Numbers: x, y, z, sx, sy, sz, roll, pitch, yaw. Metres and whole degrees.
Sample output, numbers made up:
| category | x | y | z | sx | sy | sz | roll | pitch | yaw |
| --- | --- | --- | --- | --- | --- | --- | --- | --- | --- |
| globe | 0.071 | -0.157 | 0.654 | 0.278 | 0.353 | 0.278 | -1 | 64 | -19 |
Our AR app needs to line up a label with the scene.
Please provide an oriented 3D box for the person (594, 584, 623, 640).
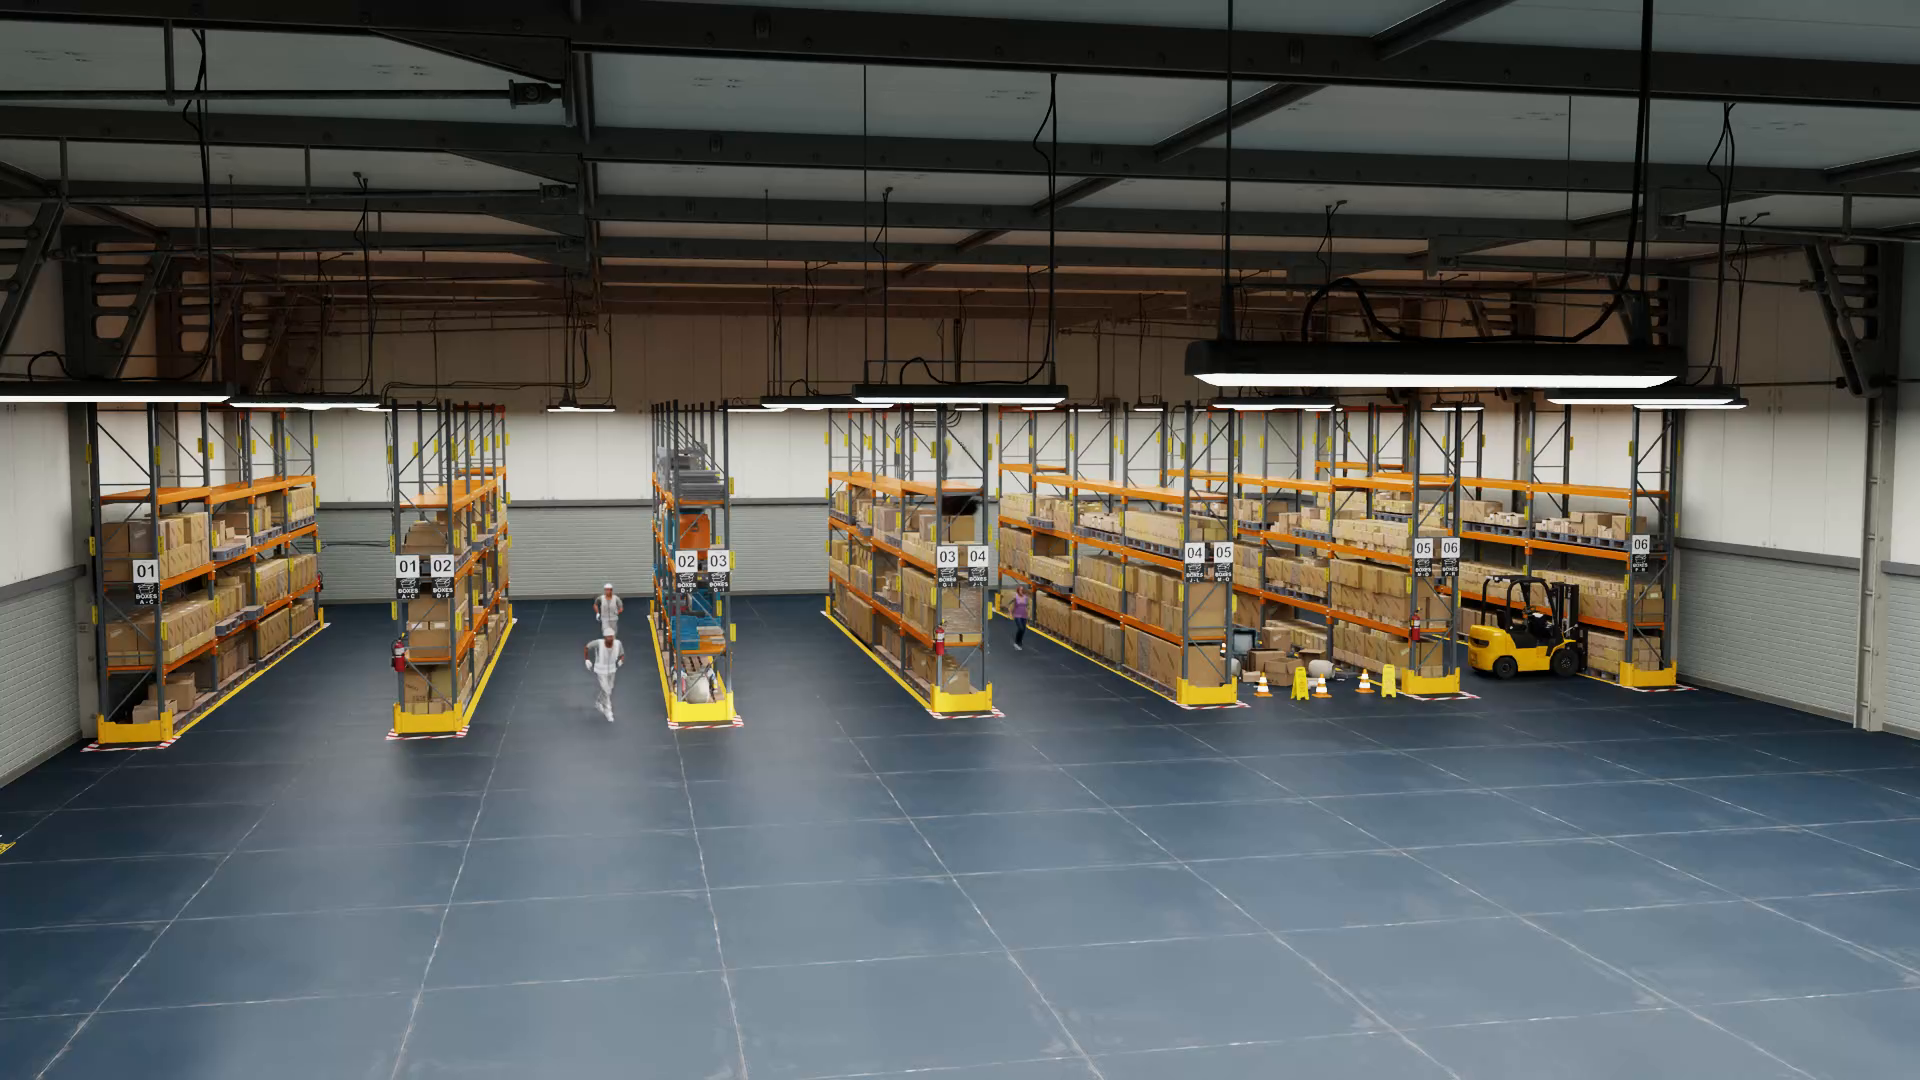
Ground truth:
| category | x | y | z | sx | sy | sz | roll | pitch | yaw |
| --- | --- | --- | --- | --- | --- | --- | --- | --- | --- |
| person | -8.176 | 1.902 | 38.740 | 0.663 | 1.788 | 0.902 | -1 | 4 | -15 |

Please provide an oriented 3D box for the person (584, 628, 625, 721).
| category | x | y | z | sx | sy | sz | roll | pitch | yaw |
| --- | --- | --- | --- | --- | --- | --- | --- | --- | --- |
| person | -6.697 | 2.534 | 31.318 | 0.715 | 1.813 | 0.950 | -3 | 5 | -33 |

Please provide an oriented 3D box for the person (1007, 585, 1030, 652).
| category | x | y | z | sx | sy | sz | roll | pitch | yaw |
| --- | --- | --- | --- | --- | --- | --- | --- | --- | --- |
| person | 1.452 | 1.895 | 40.167 | 0.505 | 1.592 | 0.662 | -2 | 5 | -25 |
